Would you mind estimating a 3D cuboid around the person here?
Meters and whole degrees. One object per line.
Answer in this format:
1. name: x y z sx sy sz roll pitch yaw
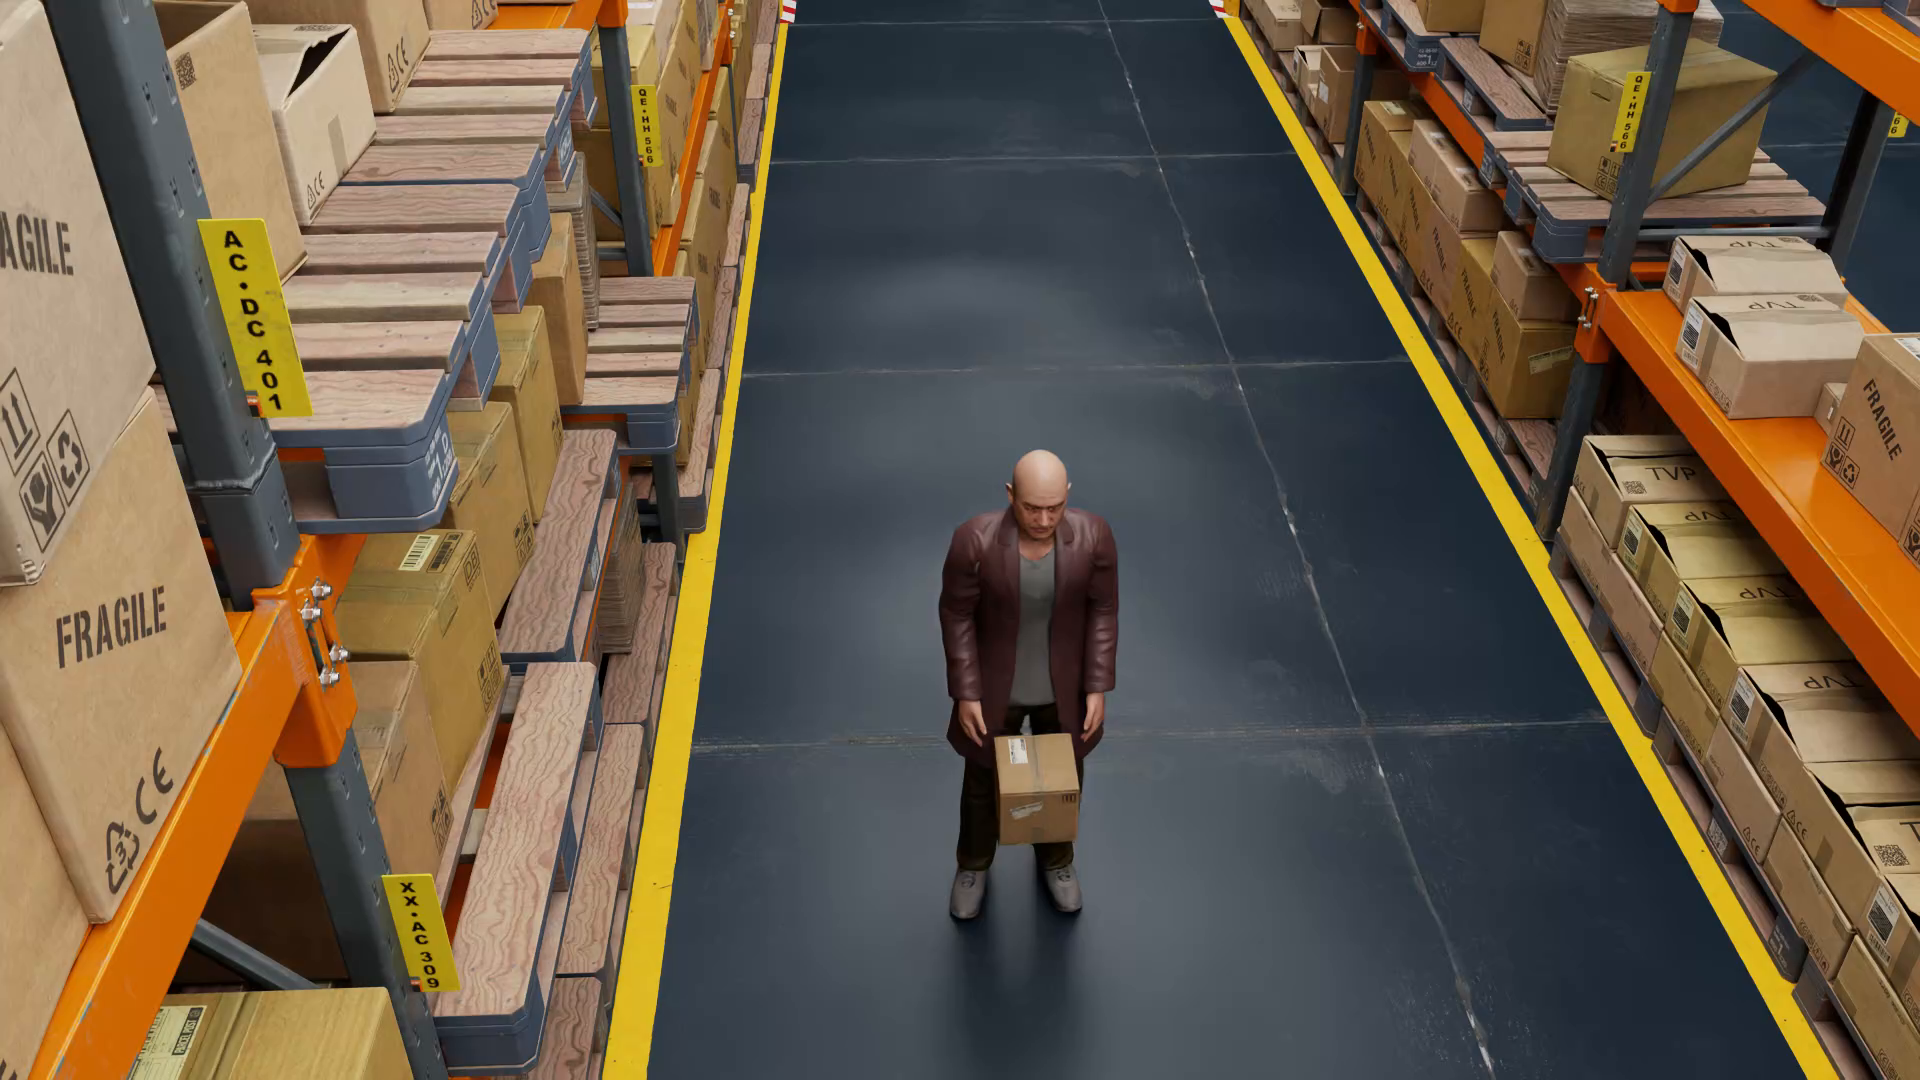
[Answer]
1. person: 0.226 0.481 5.461 0.586 1.779 0.424 -2 35 -3
